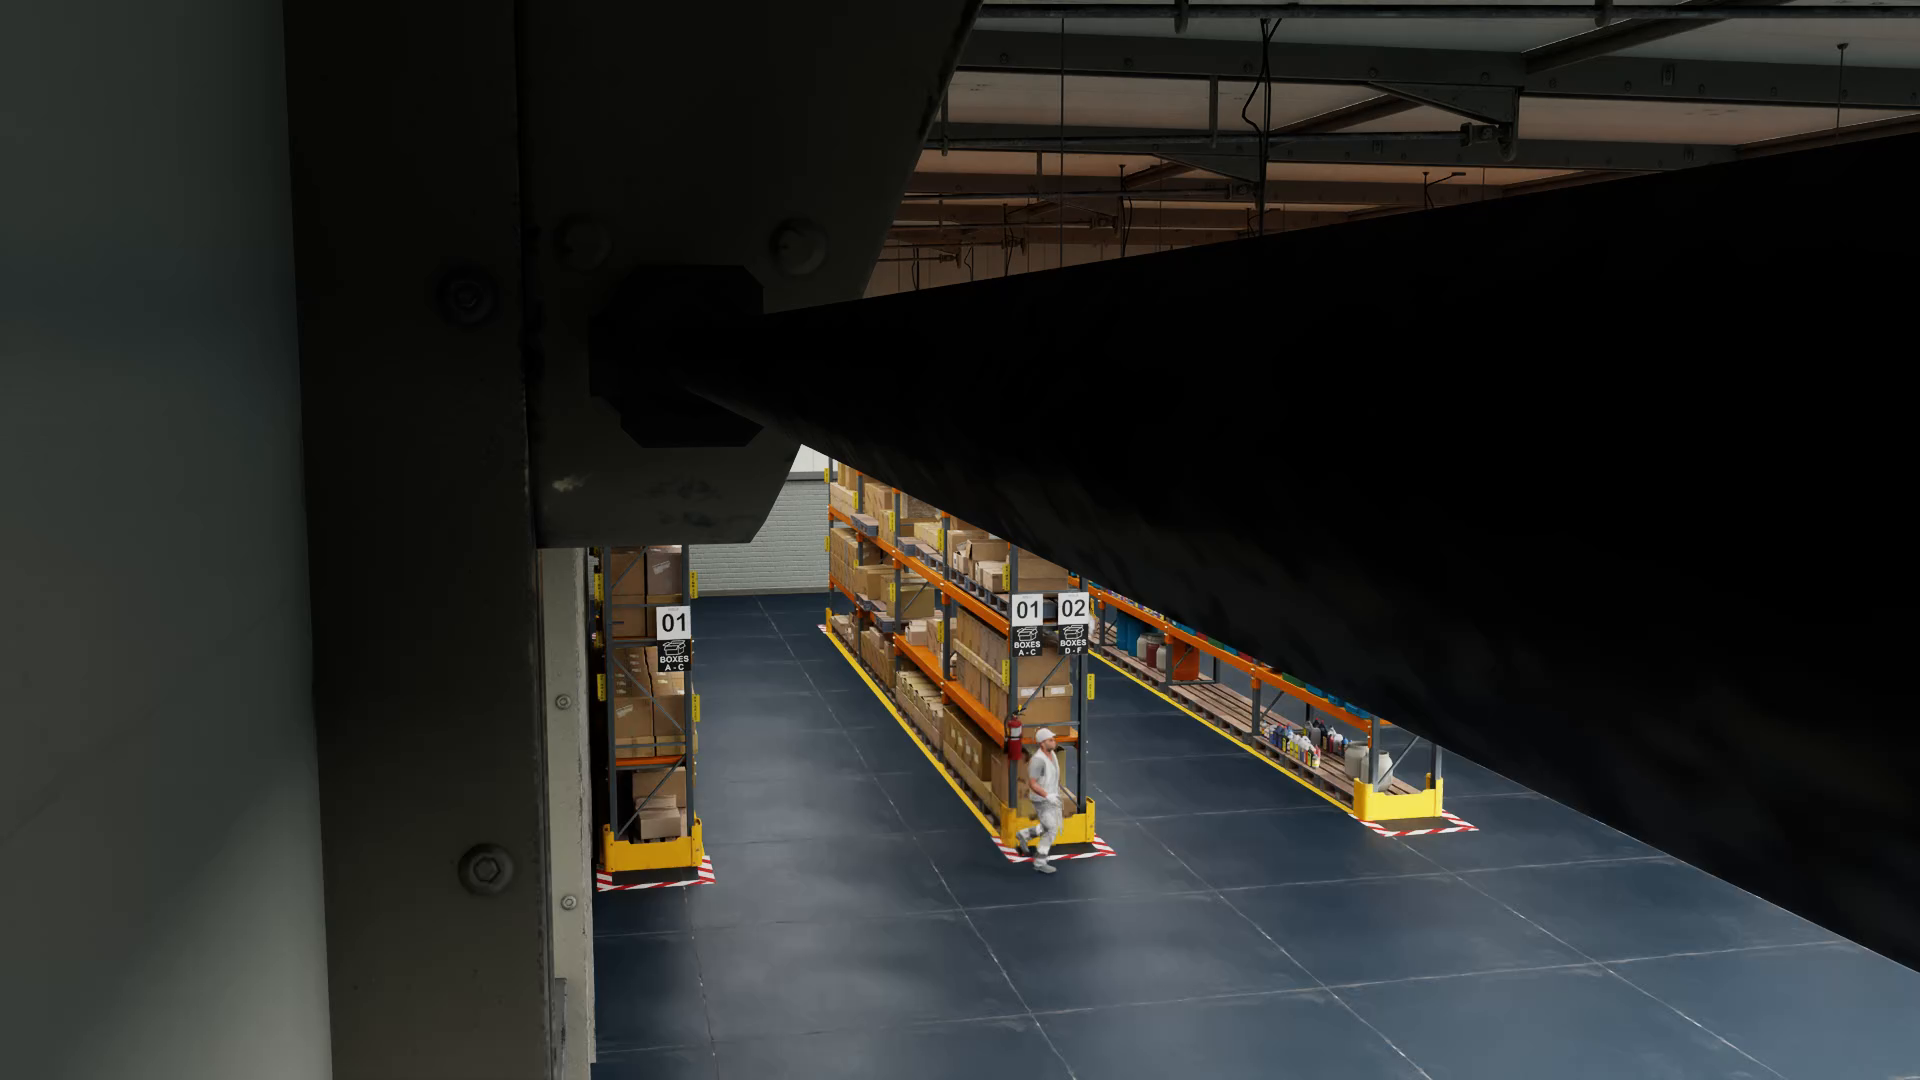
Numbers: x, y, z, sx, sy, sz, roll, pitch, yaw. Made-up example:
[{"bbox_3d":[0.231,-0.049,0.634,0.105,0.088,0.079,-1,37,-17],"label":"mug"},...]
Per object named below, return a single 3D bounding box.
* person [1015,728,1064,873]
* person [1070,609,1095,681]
[{"bbox_3d":[0.974,3.105,19.943,0.668,1.749,0.687,3,7,23],"label":"person"},{"bbox_3d":[2.237,1.800,31.328,0.642,1.676,0.569,-1,7,-11],"label":"person"}]
